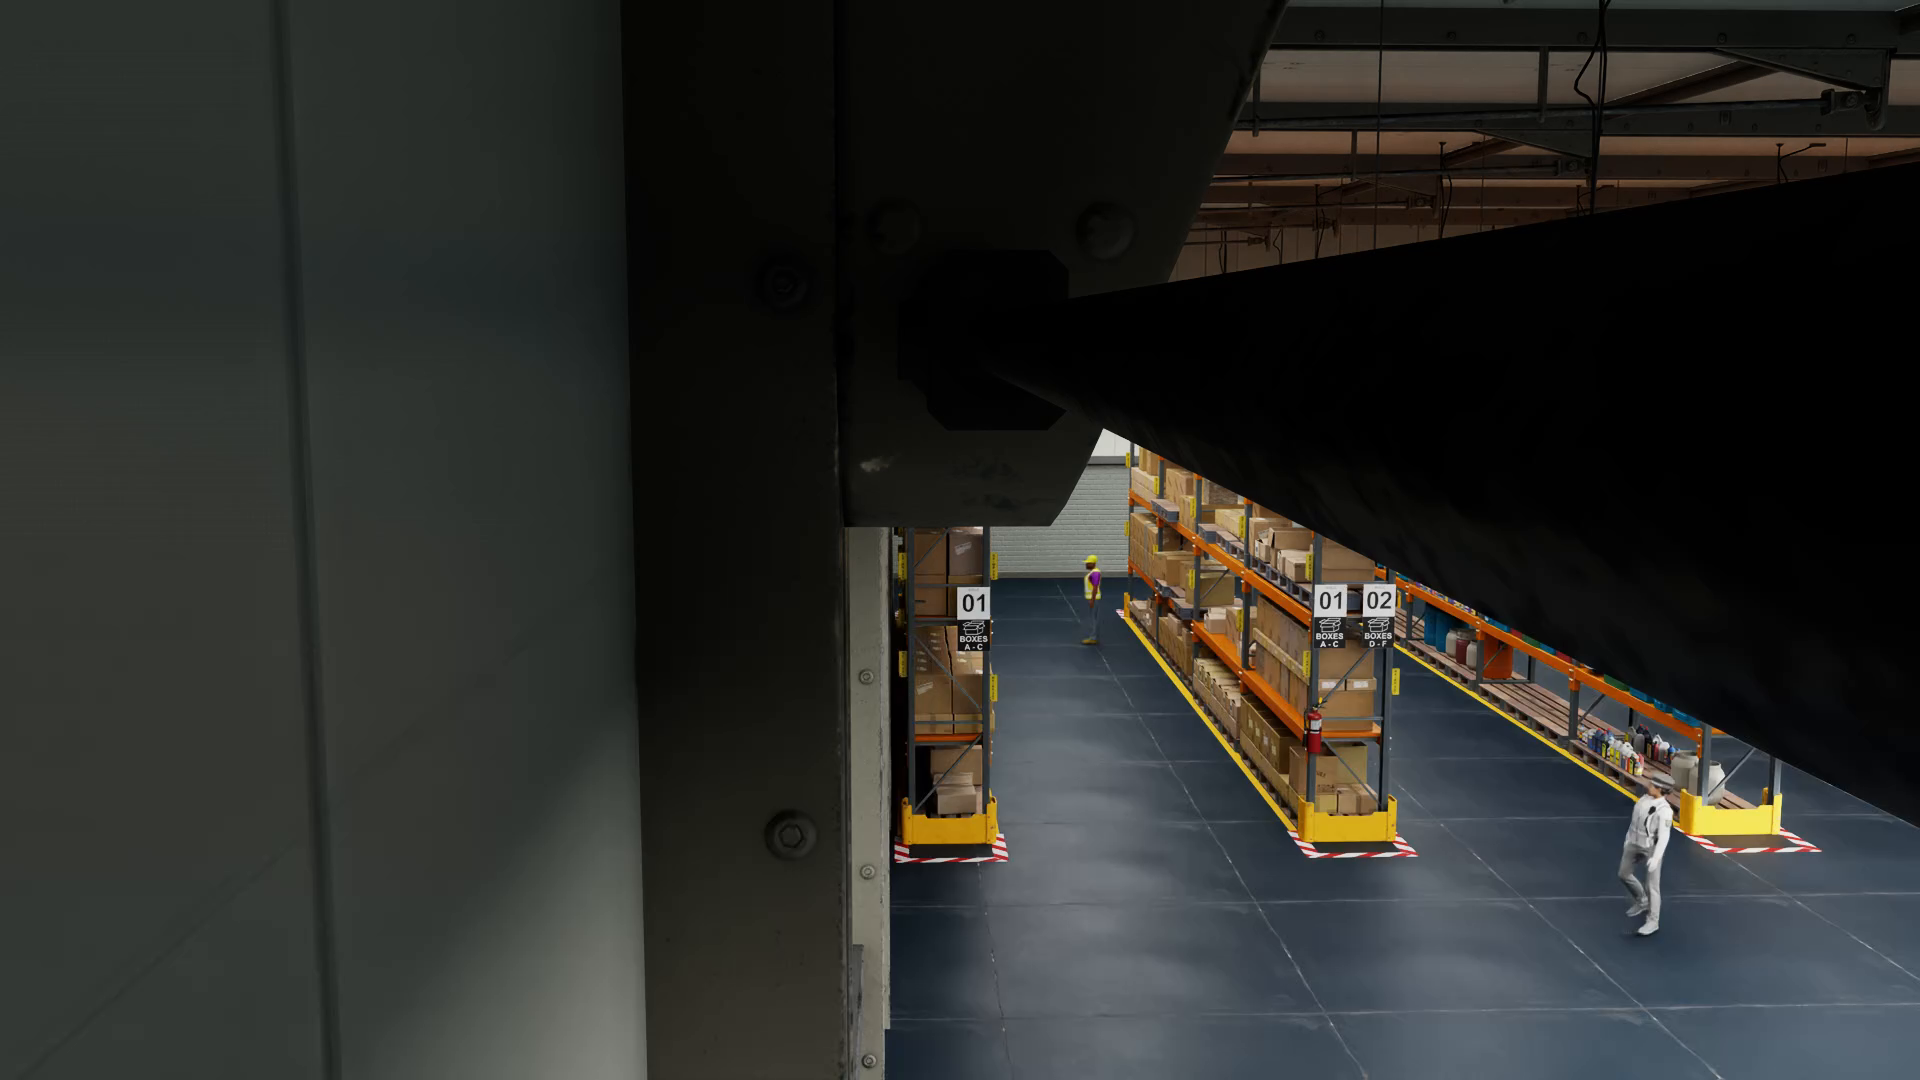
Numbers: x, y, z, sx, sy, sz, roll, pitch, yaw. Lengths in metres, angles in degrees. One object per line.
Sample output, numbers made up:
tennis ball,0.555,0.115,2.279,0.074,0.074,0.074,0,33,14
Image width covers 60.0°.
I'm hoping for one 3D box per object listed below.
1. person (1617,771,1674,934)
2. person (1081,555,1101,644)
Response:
person,7.236,3.254,17.538,0.472,1.683,0.569,-4,8,-26
person,2.613,1.180,33.306,0.392,1.767,0.650,0,7,-1
